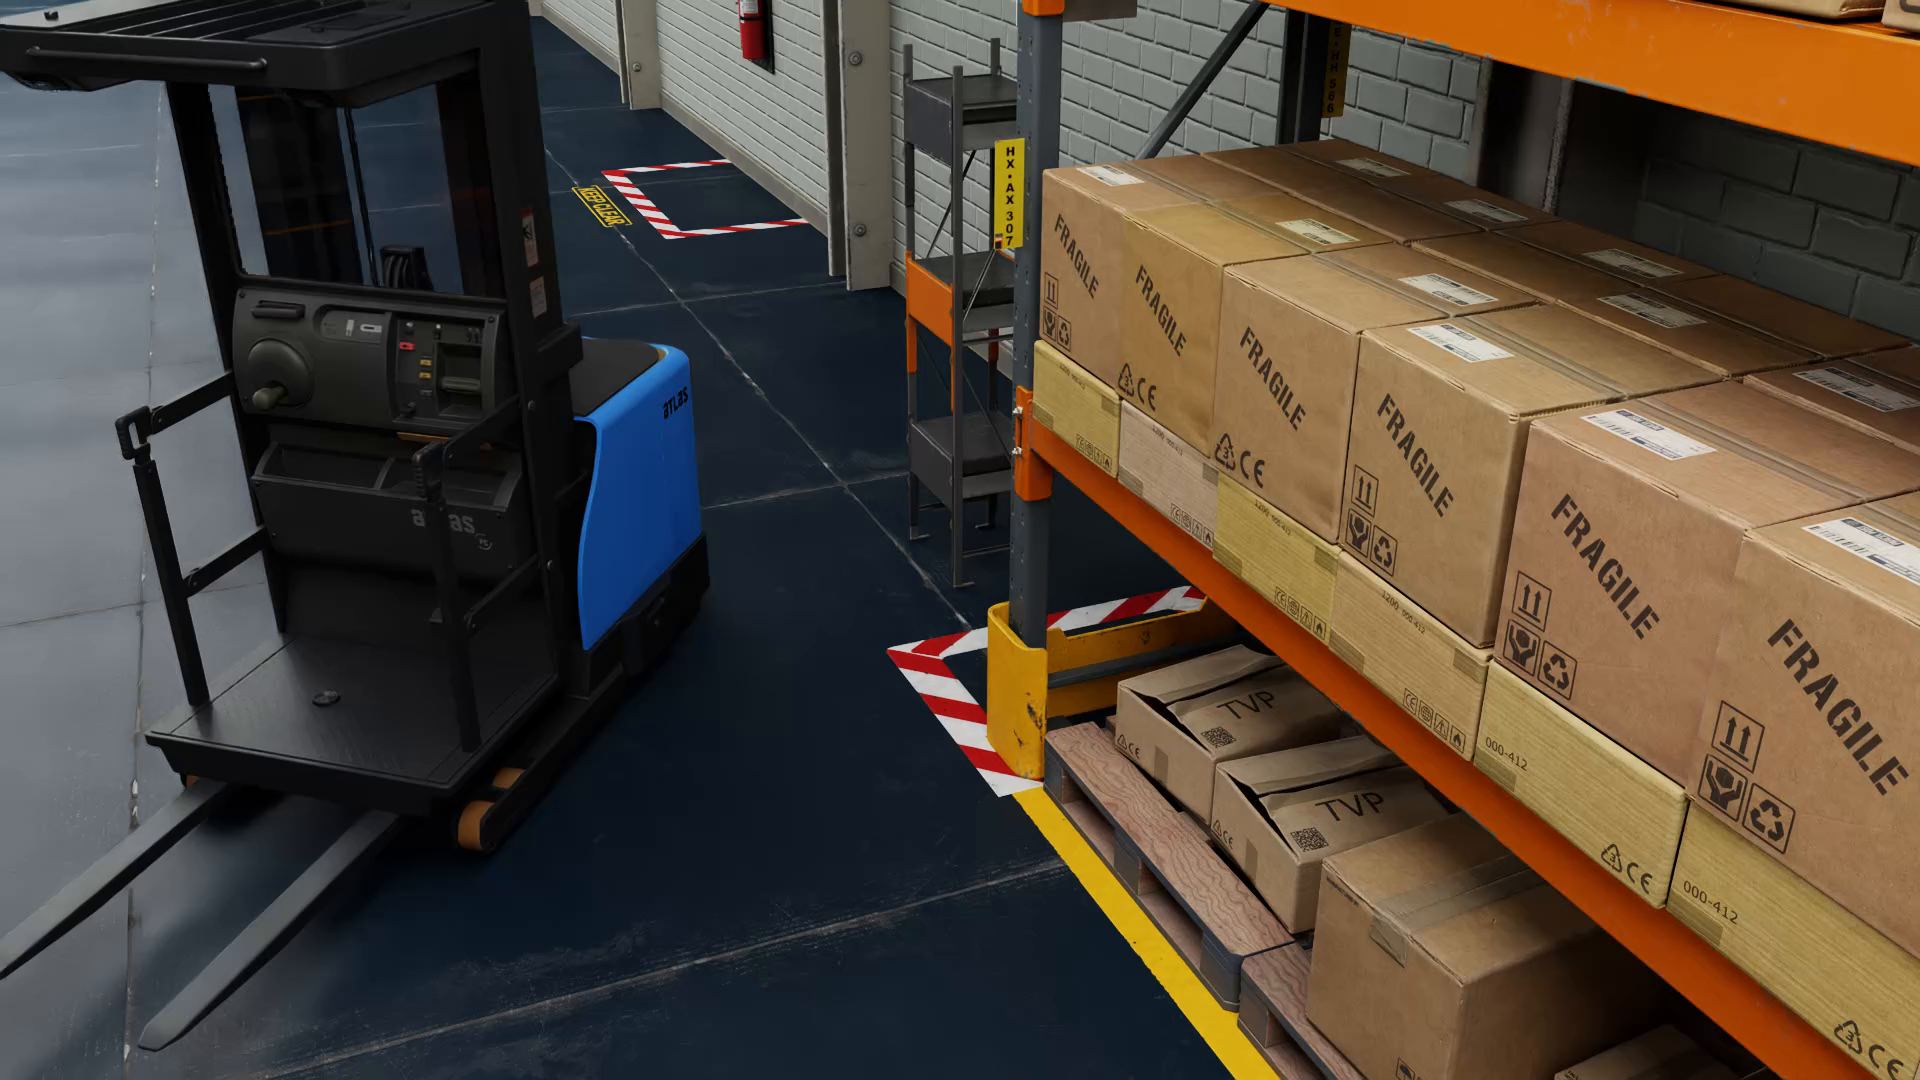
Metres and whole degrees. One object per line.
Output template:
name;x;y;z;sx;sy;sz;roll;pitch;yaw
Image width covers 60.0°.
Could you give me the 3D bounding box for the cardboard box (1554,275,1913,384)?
cardboard box;1.621;-0.241;3.619;0.500;0.500;0.500;-10;28;-20

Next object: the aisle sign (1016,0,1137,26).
aisle sign;0.345;-1.878;4.715;0.394;0.787;0.004;-11;28;-21

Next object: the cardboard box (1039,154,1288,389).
cardboard box;0.559;-0.767;4.695;0.500;0.500;0.500;-11;28;-21

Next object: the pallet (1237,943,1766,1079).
pallet;1.438;1.377;4.189;1.003;0.211;1.213;-11;28;-21

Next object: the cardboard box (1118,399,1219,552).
cardboard box;0.764;-0.215;4.421;0.500;0.250;0.500;-11;28;-22

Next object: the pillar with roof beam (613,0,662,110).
pillar with roof beam;-6.942;-7.399;12.148;9.100;9.000;0.400;-11;28;-21

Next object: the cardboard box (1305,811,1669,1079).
cardboard box;1.302;1.023;4.084;0.700;0.500;0.500;-12;29;-24

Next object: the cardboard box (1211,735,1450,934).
cardboard box;1.060;0.803;4.750;0.500;0.311;0.500;-8;27;-16

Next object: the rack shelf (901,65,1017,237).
rack shelf;0.065;-1.493;6.351;0.431;0.518;0.480;-11;28;-21

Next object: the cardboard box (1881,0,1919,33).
cardboard box;1.604;-0.887;2.093;0.500;0.500;0.500;-13;29;-25

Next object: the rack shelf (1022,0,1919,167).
rack shelf;1.432;-0.950;3.178;1.077;0.370;4.000;-11;28;-21

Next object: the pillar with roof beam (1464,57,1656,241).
pillar with roof beam;-2.242;-2.555;2.226;9.100;9.000;0.400;-11;28;-21

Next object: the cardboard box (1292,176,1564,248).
cardboard box;1.217;-0.653;4.461;0.500;0.500;0.500;-10;28;-20

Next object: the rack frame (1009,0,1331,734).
rack frame;0.649;-0.733;5.332;1.000;3.000;0.127;-11;28;-21

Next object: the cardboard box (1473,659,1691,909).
cardboard box;1.352;0.399;3.163;0.500;0.250;0.500;-11;28;-21

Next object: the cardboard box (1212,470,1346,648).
cardboard box;0.958;-0.009;3.997;0.500;0.250;0.500;-11;28;-21

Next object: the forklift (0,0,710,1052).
forklift;-1.905;-0.524;4.984;1.130;2.935;3.031;7;27;14

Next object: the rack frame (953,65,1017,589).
rack frame;0.160;-0.778;6.451;0.400;2.100;0.015;-11;28;-21

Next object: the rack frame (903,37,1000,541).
rack frame;-0.031;-0.975;6.854;0.400;2.100;0.015;-11;28;-21

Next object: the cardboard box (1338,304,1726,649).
cardboard box;1.153;-0.150;3.431;0.500;0.500;0.500;-10;28;-19

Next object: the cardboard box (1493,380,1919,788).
cardboard box;1.358;0.060;3.001;0.500;0.500;0.500;-11;28;-22

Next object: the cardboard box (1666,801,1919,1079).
cardboard box;1.563;0.599;2.753;0.500;0.250;0.500;-10;28;-20

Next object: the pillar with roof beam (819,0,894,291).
pillar with roof beam;-4.592;-4.977;7.187;9.100;9.000;0.400;-11;28;-21

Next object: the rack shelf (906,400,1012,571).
rack shelf;0.065;-0.235;6.966;0.431;0.518;0.480;-11;28;-21

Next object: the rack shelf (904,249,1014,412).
rack shelf;0.065;-0.864;6.658;0.431;0.518;0.480;-11;28;-21

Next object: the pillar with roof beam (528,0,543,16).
pillar with roof beam;-9.291;-9.821;17.109;9.100;9.000;0.400;-11;28;-21

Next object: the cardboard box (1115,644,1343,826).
cardboard box;0.837;0.573;5.221;0.500;0.311;0.500;-14;29;-26

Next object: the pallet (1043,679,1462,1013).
pallet;0.964;0.885;5.196;1.003;0.211;1.213;-11;28;-21

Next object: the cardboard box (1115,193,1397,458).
cardboard box;0.744;-0.566;4.283;0.500;0.500;0.500;-10;28;-20

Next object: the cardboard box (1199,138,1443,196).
cardboard box;1.029;-0.857;4.881;0.500;0.500;0.500;-11;28;-21

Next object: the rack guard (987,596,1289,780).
rack guard;0.679;0.421;5.817;1.175;0.500;0.348;-11;28;-21

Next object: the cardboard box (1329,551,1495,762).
cardboard box;1.154;0.196;3.579;0.500;0.250;0.500;-10;28;-20

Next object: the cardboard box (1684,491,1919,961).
cardboard box;1.545;0.265;2.581;0.500;0.500;0.500;-11;28;-21

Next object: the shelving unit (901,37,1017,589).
shelving unit;0.065;-0.877;6.652;0.431;2.100;0.503;-11;28;-21

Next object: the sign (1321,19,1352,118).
sign;1.167;-1.482;5.187;0.100;0.325;0.005;-11;28;-21

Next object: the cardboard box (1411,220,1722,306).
cardboard box;1.424;-0.445;4.035;0.500;0.500;0.500;-11;28;-22

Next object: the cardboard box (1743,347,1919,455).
cardboard box;1.834;-0.034;3.193;0.500;0.500;0.500;-10;28;-19

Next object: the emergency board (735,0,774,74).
emergency board;-1.563;-4.025;12.075;0.194;1.169;0.643;-11;28;-21

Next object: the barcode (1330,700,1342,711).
barcode;1.212;0.507;5.345;0.001;0.075;0.075;-11;28;-21

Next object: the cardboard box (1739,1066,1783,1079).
cardboard box;1.772;1.396;3.320;0.500;0.500;0.500;-13;29;-24

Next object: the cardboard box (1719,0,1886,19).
cardboard box;1.352;-1.105;2.538;0.500;0.500;0.500;-12;28;-23

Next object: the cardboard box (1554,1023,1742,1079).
cardboard box;1.607;1.316;3.883;0.380;0.149;0.250;-13;29;-25

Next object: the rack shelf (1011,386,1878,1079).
rack shelf;1.432;0.398;3.836;1.077;0.370;4.000;-11;28;-21

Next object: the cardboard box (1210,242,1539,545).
cardboard box;0.940;-0.356;3.854;0.500;0.500;0.500;-12;28;-22

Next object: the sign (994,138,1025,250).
sign;0.150;-1.028;4.951;0.100;0.325;0.005;-11;28;-21

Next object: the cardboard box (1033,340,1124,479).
cardboard box;0.548;-0.423;4.845;0.500;0.250;0.500;-11;28;-22
